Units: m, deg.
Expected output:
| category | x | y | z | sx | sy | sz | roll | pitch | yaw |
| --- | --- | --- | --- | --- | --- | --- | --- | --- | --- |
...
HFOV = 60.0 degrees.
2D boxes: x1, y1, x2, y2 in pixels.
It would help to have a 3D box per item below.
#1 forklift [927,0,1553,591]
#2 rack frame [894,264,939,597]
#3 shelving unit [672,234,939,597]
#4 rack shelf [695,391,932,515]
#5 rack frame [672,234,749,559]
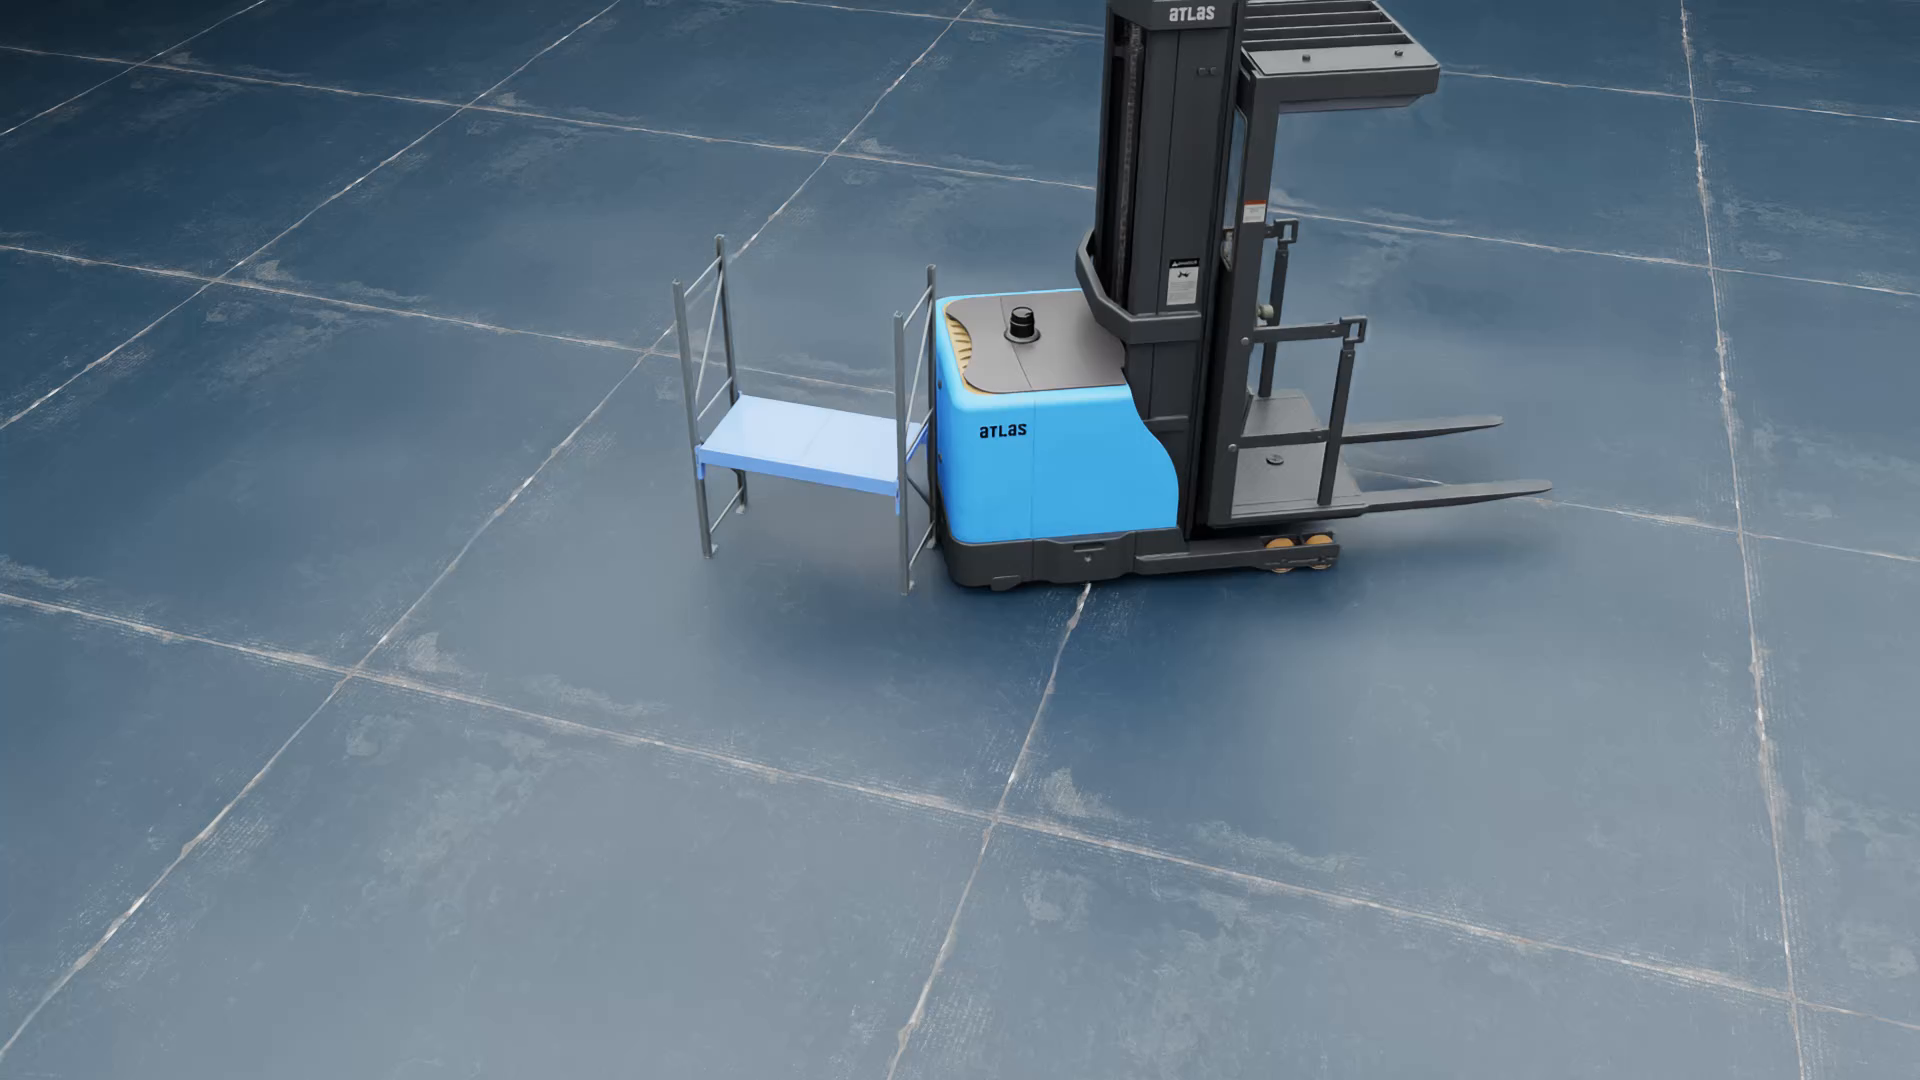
| category | x | y | z | sx | sy | sz | roll | pitch | yaw |
| --- | --- | --- | --- | --- | --- | --- | --- | --- | --- |
| forklift | 1.392 | -1.329 | 7.583 | 3.031 | 2.935 | 1.130 | -5 | 37 | -6 |
| rack frame | -0.194 | -0.478 | 7.635 | 0.032 | 1.500 | 0.500 | 10 | 38 | 13 |
| shelving unit | -0.681 | -0.566 | 7.753 | 1.048 | 1.500 | 0.538 | 10 | 38 | 13 |
| rack shelf | -0.681 | -0.421 | 7.860 | 1.000 | 0.185 | 0.538 | 10 | 38 | 13 |
| rack frame | -1.167 | -0.653 | 7.872 | 0.032 | 1.500 | 0.500 | 10 | 38 | 13 |
